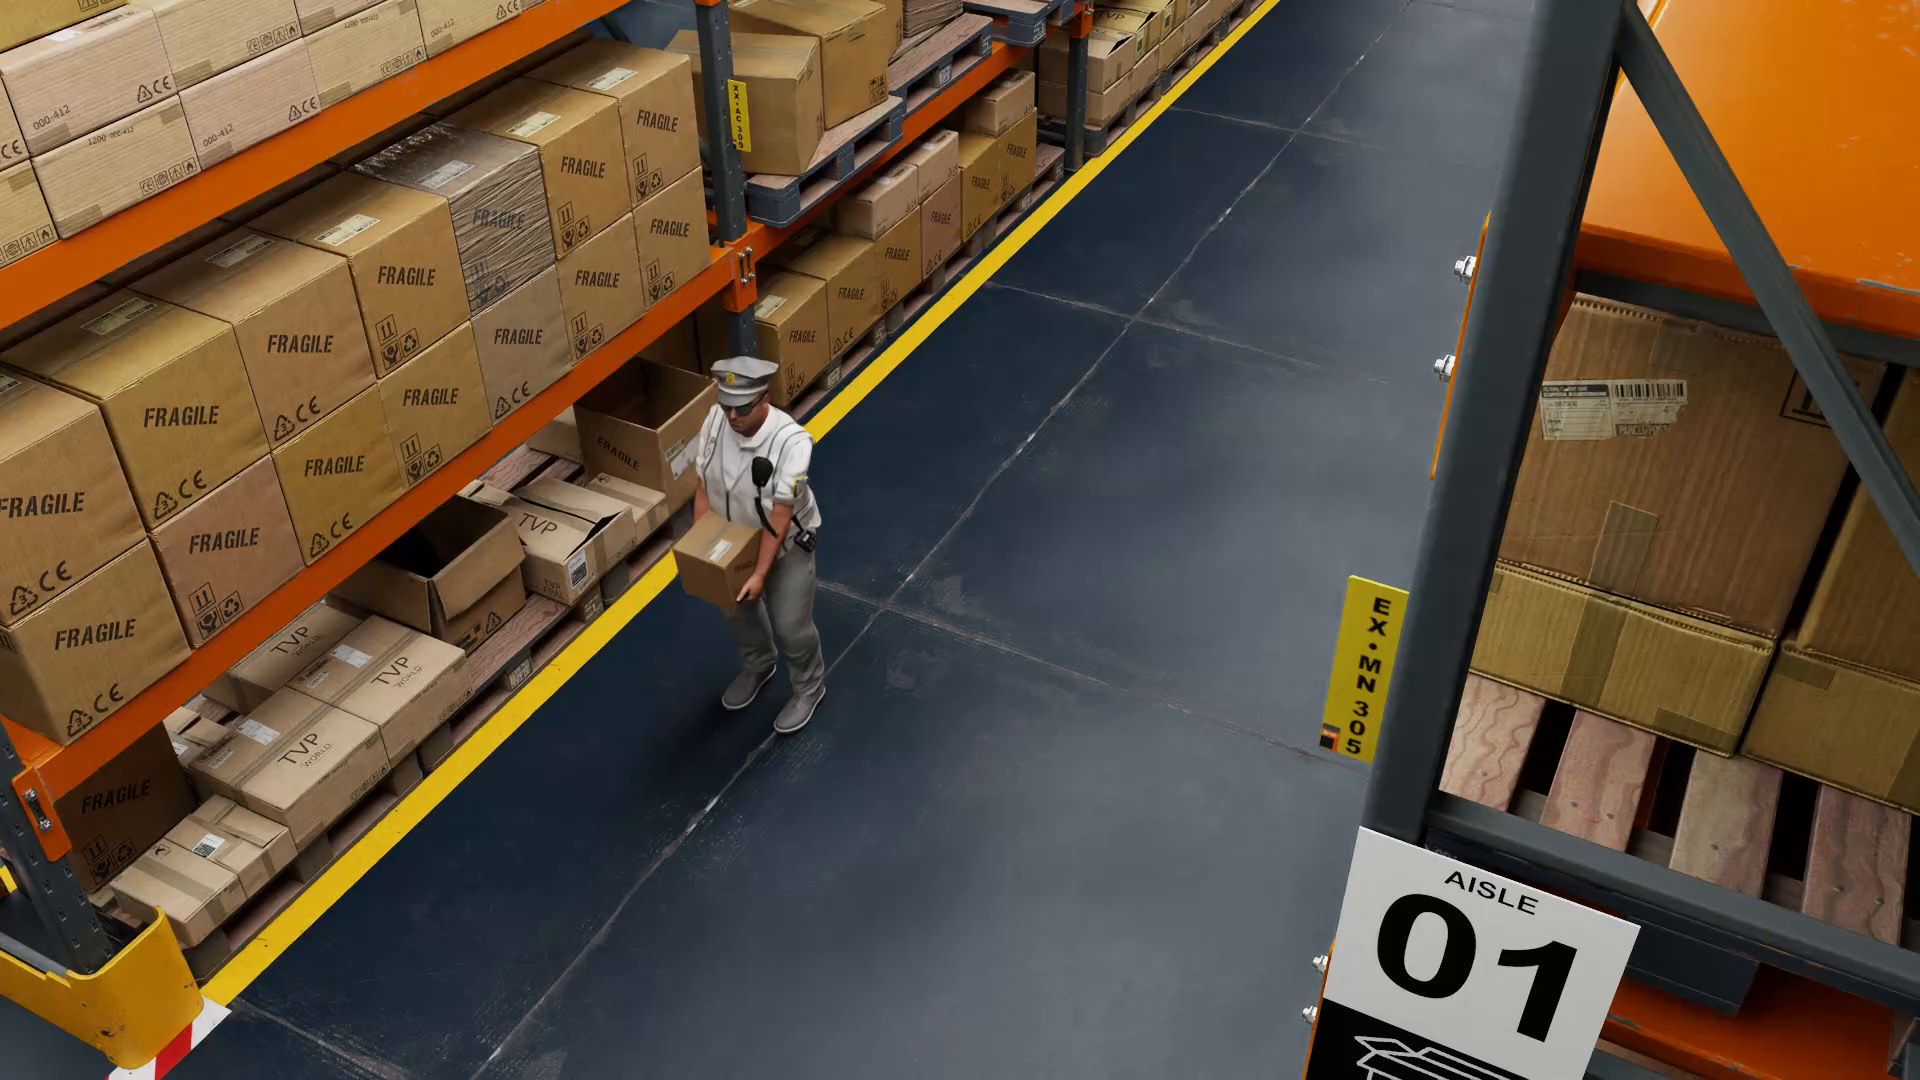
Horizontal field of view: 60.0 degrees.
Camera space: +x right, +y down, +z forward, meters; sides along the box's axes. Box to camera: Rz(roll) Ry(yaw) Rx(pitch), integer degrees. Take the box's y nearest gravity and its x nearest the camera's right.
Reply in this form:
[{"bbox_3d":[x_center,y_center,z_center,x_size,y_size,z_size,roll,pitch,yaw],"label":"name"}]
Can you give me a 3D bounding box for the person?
[{"bbox_3d":[-0.821,0.035,6.697,0.488,1.761,0.583,19,42,23],"label":"person"}]
